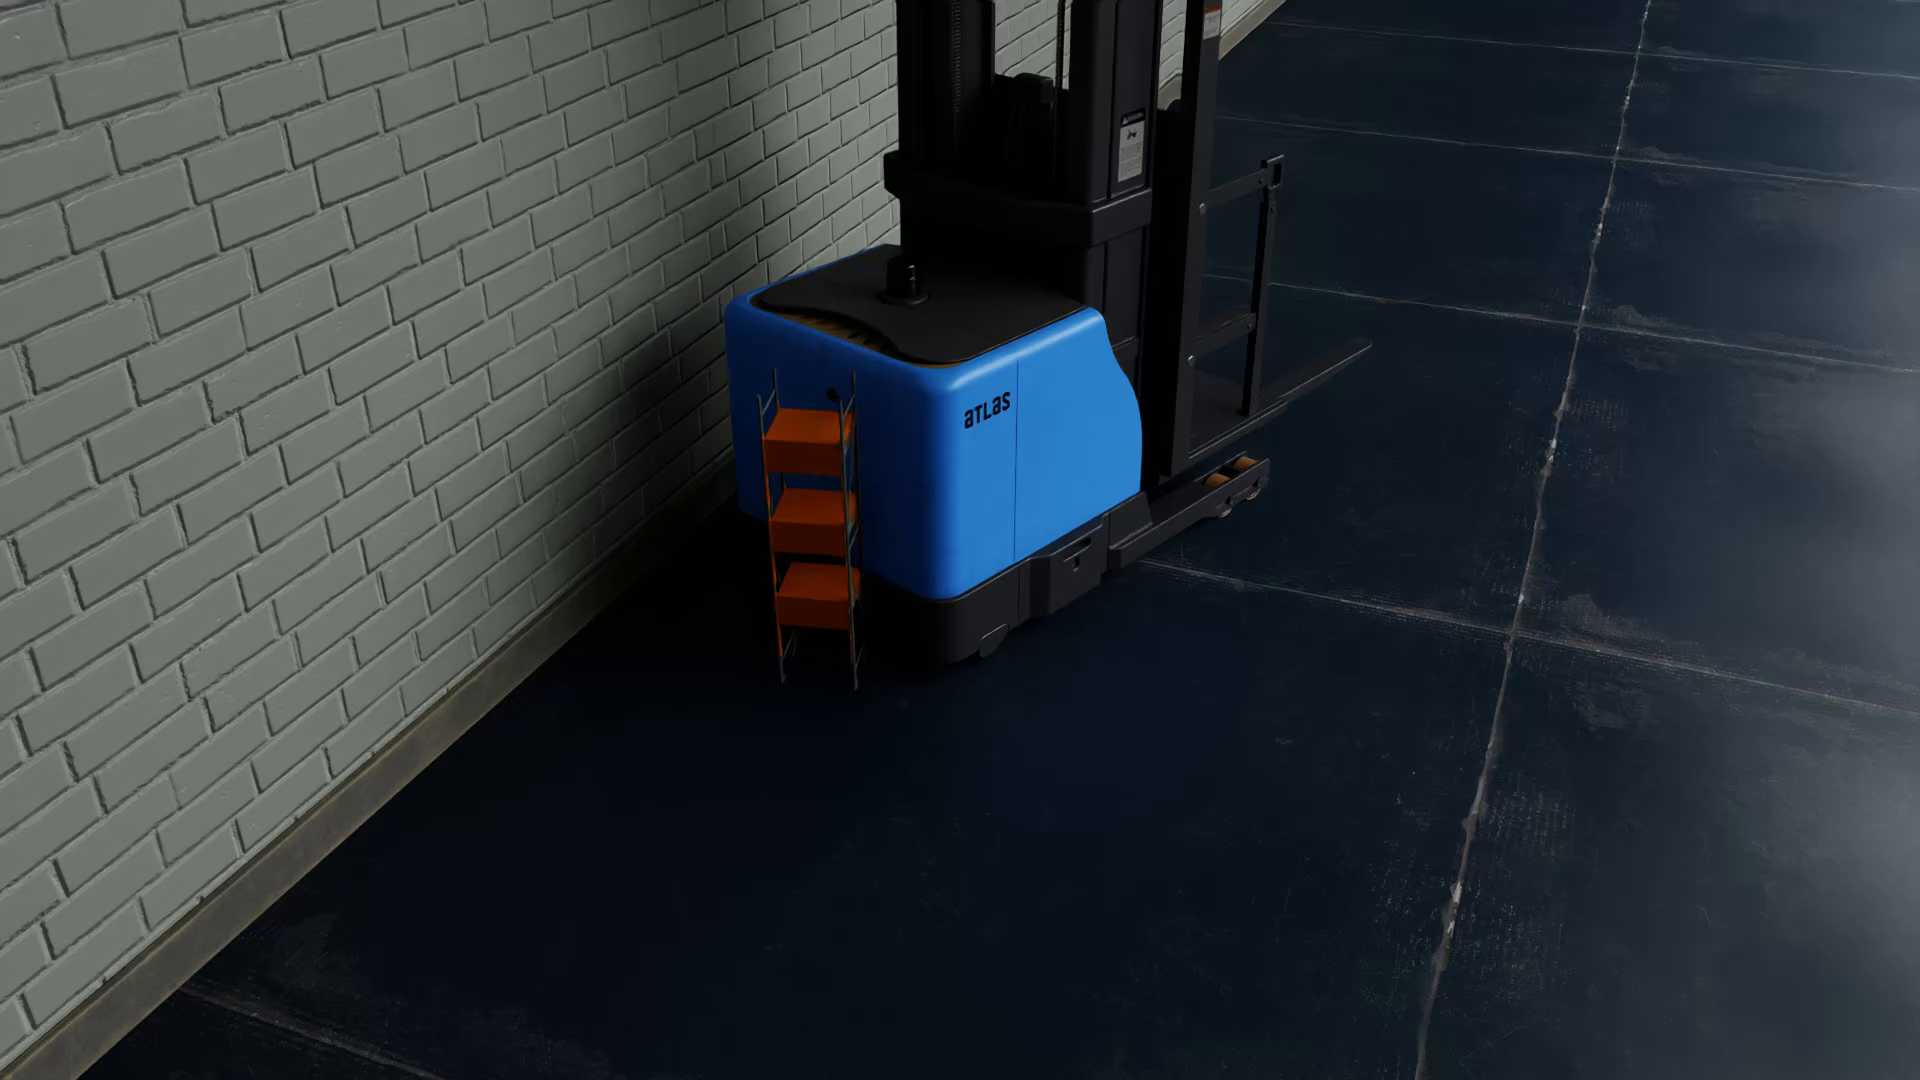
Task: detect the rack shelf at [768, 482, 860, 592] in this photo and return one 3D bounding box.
[{"bbox_3d":[-0.451,-0.009,5.211,0.240,0.259,0.215,4,33,8],"label":"rack shelf"}]

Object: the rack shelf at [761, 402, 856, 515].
[{"bbox_3d":[-0.453,-0.249,5.059,0.240,0.259,0.215,4,33,8],"label":"rack shelf"}]

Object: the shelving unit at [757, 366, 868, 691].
[{"bbox_3d":[-0.451,-0.018,5.205,0.252,1.050,0.215,4,33,8],"label":"shelving unit"}]

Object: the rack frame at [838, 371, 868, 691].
[{"bbox_3d":[-0.330,-0.009,5.189,0.008,1.050,0.200,4,33,8],"label":"rack frame"}]

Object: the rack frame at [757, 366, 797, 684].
[{"bbox_3d":[-0.572,-0.027,5.221,0.008,1.050,0.200,4,33,8],"label":"rack frame"}]

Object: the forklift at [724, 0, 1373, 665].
[{"bbox_3d":[0.564,-1.512,5.946,1.130,2.935,3.031,24,37,36],"label":"forklift"}]

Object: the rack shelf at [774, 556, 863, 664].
[{"bbox_3d":[-0.449,0.226,5.359,0.240,0.259,0.215,4,33,8],"label":"rack shelf"}]
